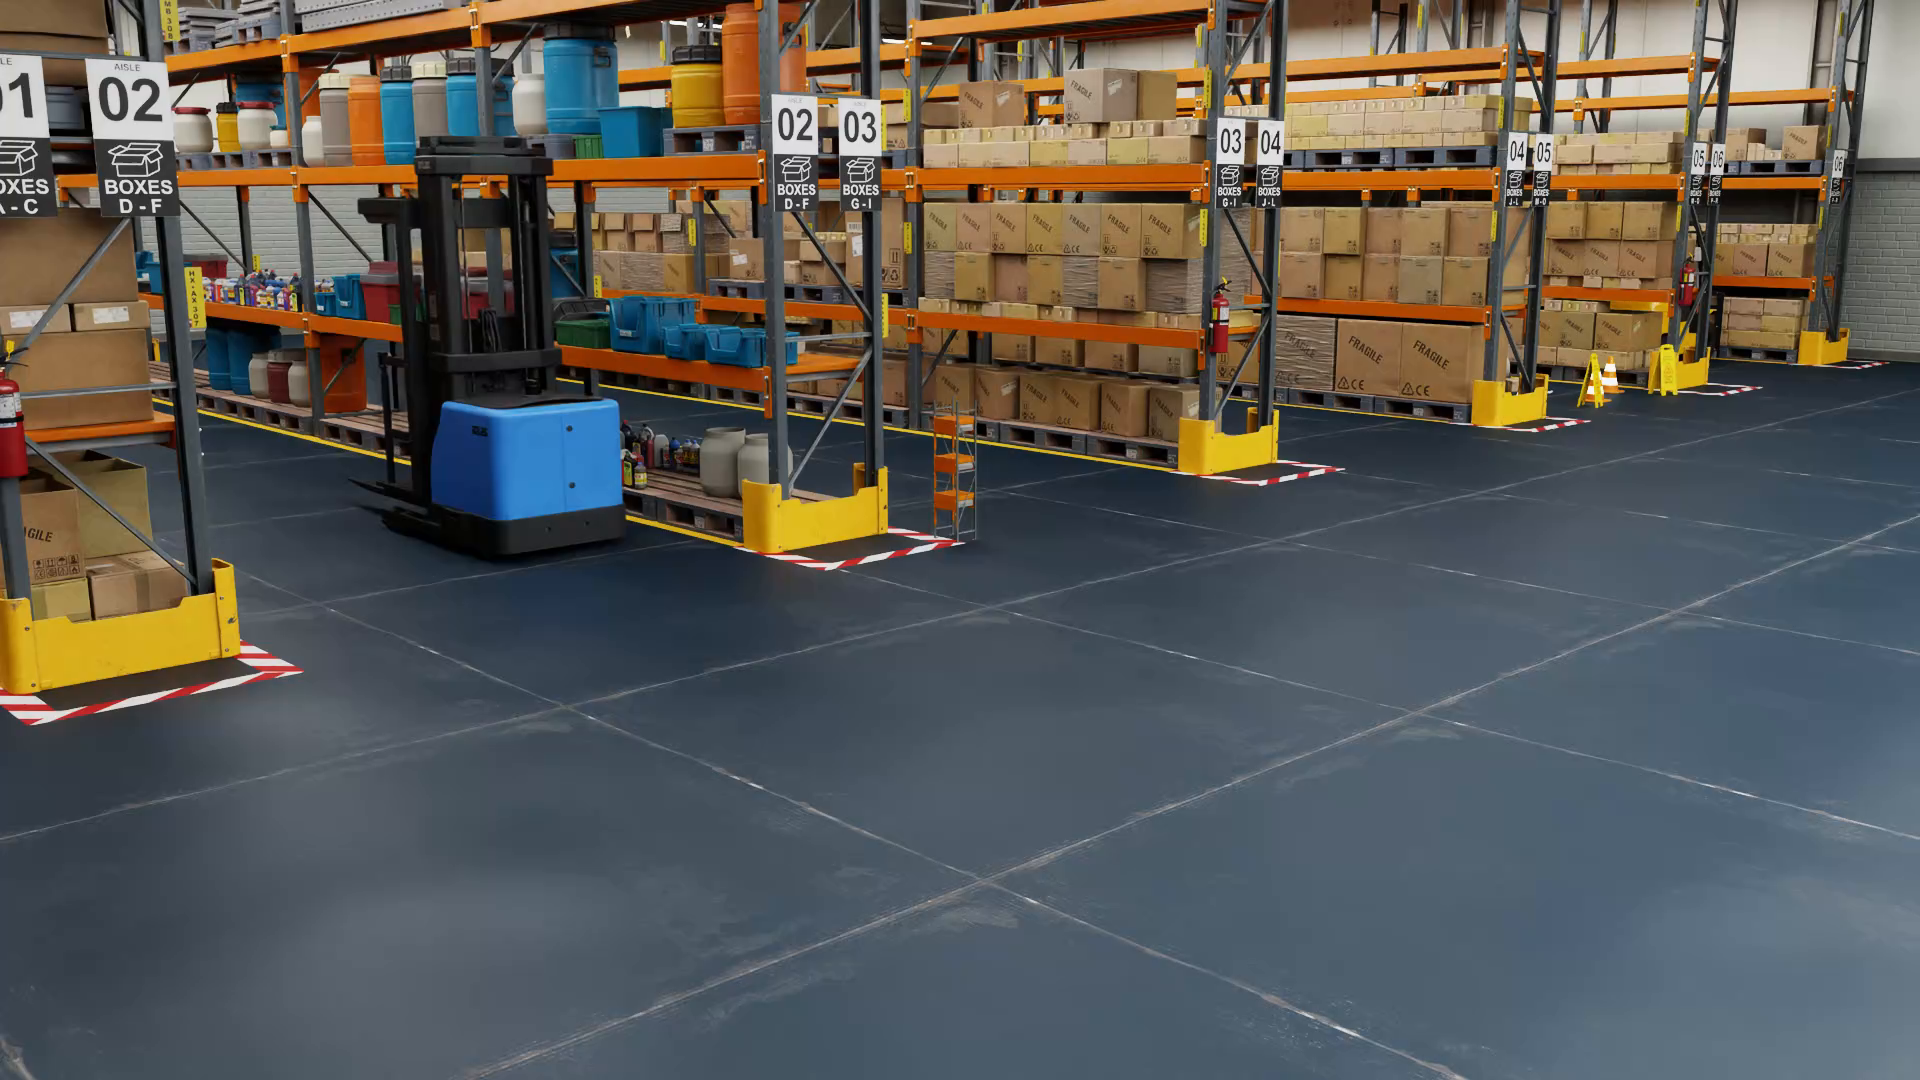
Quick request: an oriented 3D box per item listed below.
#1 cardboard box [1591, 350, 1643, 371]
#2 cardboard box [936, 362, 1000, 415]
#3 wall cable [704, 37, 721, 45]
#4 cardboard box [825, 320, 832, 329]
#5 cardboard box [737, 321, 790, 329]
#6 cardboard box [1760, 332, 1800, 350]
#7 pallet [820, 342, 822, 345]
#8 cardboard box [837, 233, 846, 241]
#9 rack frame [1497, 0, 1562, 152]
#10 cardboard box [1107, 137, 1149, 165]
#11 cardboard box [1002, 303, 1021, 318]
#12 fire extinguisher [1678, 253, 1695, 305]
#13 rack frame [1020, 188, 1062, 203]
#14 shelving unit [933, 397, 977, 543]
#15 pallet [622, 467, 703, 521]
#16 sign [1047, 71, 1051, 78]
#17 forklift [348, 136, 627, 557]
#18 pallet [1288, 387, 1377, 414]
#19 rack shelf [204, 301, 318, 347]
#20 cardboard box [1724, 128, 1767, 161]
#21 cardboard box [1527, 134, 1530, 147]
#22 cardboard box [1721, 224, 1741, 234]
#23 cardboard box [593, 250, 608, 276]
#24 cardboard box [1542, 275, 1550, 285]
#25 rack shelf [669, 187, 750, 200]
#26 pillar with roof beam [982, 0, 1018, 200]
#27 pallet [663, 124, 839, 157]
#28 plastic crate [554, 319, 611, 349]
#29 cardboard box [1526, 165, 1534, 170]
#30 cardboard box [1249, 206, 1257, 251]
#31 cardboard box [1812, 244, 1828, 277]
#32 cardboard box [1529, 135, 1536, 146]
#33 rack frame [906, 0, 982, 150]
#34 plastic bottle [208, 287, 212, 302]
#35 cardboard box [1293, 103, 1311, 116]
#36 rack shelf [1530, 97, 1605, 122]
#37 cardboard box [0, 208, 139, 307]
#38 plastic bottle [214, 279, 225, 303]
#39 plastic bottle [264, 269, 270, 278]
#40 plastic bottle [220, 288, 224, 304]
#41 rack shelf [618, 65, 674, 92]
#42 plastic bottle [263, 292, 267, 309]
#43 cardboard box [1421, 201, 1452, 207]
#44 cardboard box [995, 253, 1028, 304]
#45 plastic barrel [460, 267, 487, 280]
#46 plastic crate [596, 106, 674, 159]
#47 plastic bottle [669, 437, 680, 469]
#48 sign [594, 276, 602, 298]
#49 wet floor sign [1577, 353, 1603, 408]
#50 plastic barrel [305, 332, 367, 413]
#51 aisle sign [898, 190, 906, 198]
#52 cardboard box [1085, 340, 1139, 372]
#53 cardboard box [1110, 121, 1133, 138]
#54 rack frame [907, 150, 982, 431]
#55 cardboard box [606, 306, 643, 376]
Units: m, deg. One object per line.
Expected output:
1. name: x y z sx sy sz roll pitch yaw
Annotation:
1. cardboard box: 9.001 -2.482 22.798 0.500 0.250 0.500 -11 16 -43
2. cardboard box: 0.088 -1.659 18.185 0.500 0.500 0.500 11 16 43
3. wall cable: -5.411 -9.603 36.723 0.463 3.000 0.029 -11 16 -43
4. cardboard box: -2.046 -3.638 27.925 0.380 0.149 0.250 -10 15 -40
5. cardboard box: -2.437 -2.590 20.797 0.500 0.250 0.500 -10 15 -40
6. cardboard box: 12.805 -3.115 25.870 0.500 0.250 0.500 -11 16 -42
7. pallet: -2.516 -3.313 27.969 1.003 0.211 1.213 -11 16 -43
8. cardboard box: -1.715 -4.761 26.192 0.380 0.149 0.250 -11 16 -42
9. rack frame: 6.260 -5.773 18.130 1.000 3.000 0.127 -11 16 -43
10. cardboard box: 1.740 -3.661 15.686 0.500 0.250 0.500 -11 16 -42
11. cardboard box: 0.653 -2.366 17.087 0.380 0.149 0.250 -11 16 -43
12. fire extinguisher: 9.516 -3.420 21.770 0.296 0.674 0.183 -11 16 -43
13. rack frame: 1.484 -5.290 30.656 1.000 3.000 0.127 -11 16 -43
14. shelving unit: -0.037 -0.522 12.344 0.215 1.050 0.252 -11 16 -43
15. pallet: -2.461 -0.404 13.849 1.003 0.211 1.213 -11 16 -43
16. sign: 1.916 -9.925 35.775 0.100 0.325 0.005 -11 16 -43
17. forklift: -3.815 -1.550 12.671 1.130 2.935 3.031 -10 16 -41
18. pallet: 4.813 -1.752 20.395 1.003 0.211 1.213 -11 16 -43
19. rack shelf: -7.885 -2.575 19.259 1.077 0.370 4.000 -11 16 -43
20. cardboard box: 12.241 -6.198 26.092 0.700 0.500 0.500 -11 16 -42
21. cardboard box: 6.255 -4.530 18.866 0.380 0.149 0.250 -11 16 -42
22. cardboard box: 12.187 -4.902 26.178 0.380 0.149 0.250 -10 16 -41
23. cardboard box: -4.854 -3.710 22.738 0.500 0.500 0.500 11 16 44
24. cardboard box: 8.316 -3.667 23.397 0.380 0.149 0.250 -11 16 -43
25. rack shelf: -3.408 -5.994 28.423 1.077 0.370 4.000 -11 16 -43
26. pillar with roof beam: -2.015 -9.424 35.852 9.100 9.000 0.548 -11 16 -43
27. pallet: -1.480 -2.979 12.471 1.003 0.211 1.213 -11 16 -43
28. plastic crate: -3.008 -1.710 13.805 0.450 0.188 0.662 -11 16 -43
29. cardboard box: 8.112 -5.164 23.230 0.380 0.149 0.250 -11 16 -42
30. cardboard box: 3.728 -3.962 21.160 0.875 0.550 0.550 -11 16 -43
31. cardboard box: 13.217 -4.391 26.044 0.500 0.500 0.500 -10 15 -41
32. cardboard box: 8.123 -5.553 23.142 0.380 0.149 0.250 -10 16 -41
33. rack frame: -0.159 -5.680 17.681 1.000 3.000 0.127 -11 16 -43
34. plastic bottle: -8.774 -2.899 19.540 0.097 0.201 0.097 0 12 0
35. cardboard box: 4.209 -5.161 19.950 0.380 0.149 0.250 -11 16 -42
36. rack shelf: 9.215 -7.497 29.273 1.077 0.370 4.000 -11 16 -43
37. cardboard box: -4.914 -1.540 8.991 0.700 0.500 0.500 -11 16 -42
38. plastic bottle: -8.582 -2.903 19.374 0.152 0.276 0.135 -11 16 -43
39. plastic bottle: -8.395 -3.106 20.178 0.144 0.351 0.185 -11 16 -43
40. plastic bottle: -8.522 -2.845 19.281 0.097 0.201 0.097 0 12 0
41. rack shelf: -4.303 -6.008 22.044 1.077 0.370 4.000 -11 16 -43
42. plastic bottle: -7.654 -2.662 18.390 0.097 0.201 0.097 0 12 0
43. cardboard box: 7.155 -4.713 24.390 0.700 0.500 0.500 -11 16 -43
44. cardboard box: 0.845 -2.725 17.221 0.875 0.500 0.500 -11 16 -43
45. plastic barrel: -4.750 -2.395 16.268 0.433 0.535 0.433 0 12 0
46. plastic crate: -2.514 -3.165 12.948 0.392 0.384 0.575 -11 16 -43
47. plastic bottle: -2.451 -0.749 14.286 0.097 0.271 0.097 0 12 0
48. sign: -3.336 -2.262 15.272 0.100 0.325 0.005 -11 16 -43
49. wet floor sign: 7.712 -1.953 20.292 0.232 0.644 0.267 8 14 35
50. plastic barrel: -6.854 -1.847 18.281 0.600 0.830 0.708 -11 16 -43
51. aisle sign: -1.104 -7.201 33.488 0.394 0.787 0.004 -11 16 -43
52. cardboard box: 2.341 -2.741 22.819 1.050 0.750 0.750 -11 16 -43
53. cardboard box: 1.632 -3.858 15.655 0.380 0.149 0.250 -11 16 -42
54. rack frame: -0.159 -2.742 18.286 1.000 3.000 0.127 -11 16 -43
55. cardboard box: -3.993 -2.725 22.431 1.225 0.875 0.875 -11 16 -42
